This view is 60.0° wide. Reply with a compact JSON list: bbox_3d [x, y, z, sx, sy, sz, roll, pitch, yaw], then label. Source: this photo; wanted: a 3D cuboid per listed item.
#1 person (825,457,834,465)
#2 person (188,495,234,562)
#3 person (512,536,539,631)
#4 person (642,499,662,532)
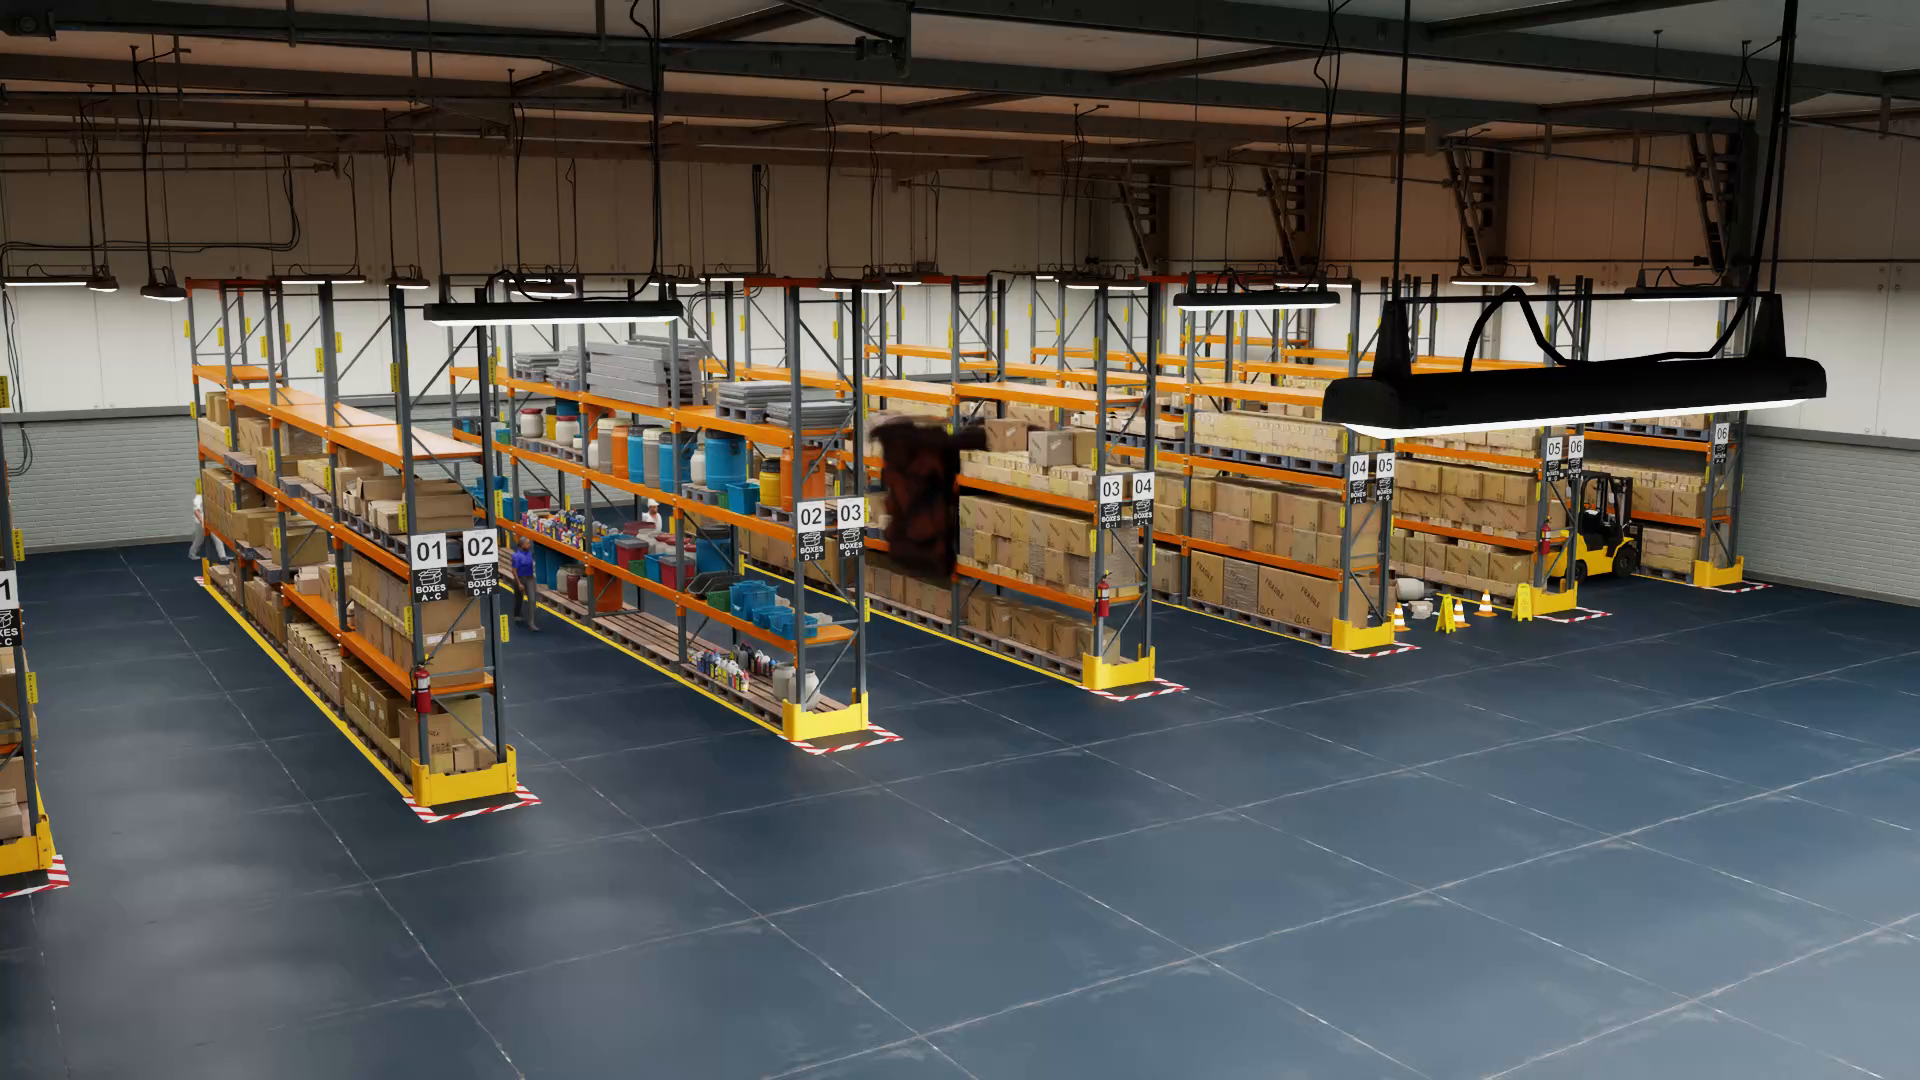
[{"bbox_3d":[-3.343,-1.325,40.654,0.645,1.715,1.042,1,10,3],"label":"person"},{"bbox_3d":[-15.881,-0.380,35.115,1.050,1.722,0.592,5,11,26],"label":"person"},{"bbox_3d":[-7.563,0.730,28.812,0.402,1.614,0.928,-4,10,-24],"label":"person"},{"bbox_3d":[-5.982,0.073,32.373,0.541,1.757,1.023,-9,13,-42],"label":"person"}]
